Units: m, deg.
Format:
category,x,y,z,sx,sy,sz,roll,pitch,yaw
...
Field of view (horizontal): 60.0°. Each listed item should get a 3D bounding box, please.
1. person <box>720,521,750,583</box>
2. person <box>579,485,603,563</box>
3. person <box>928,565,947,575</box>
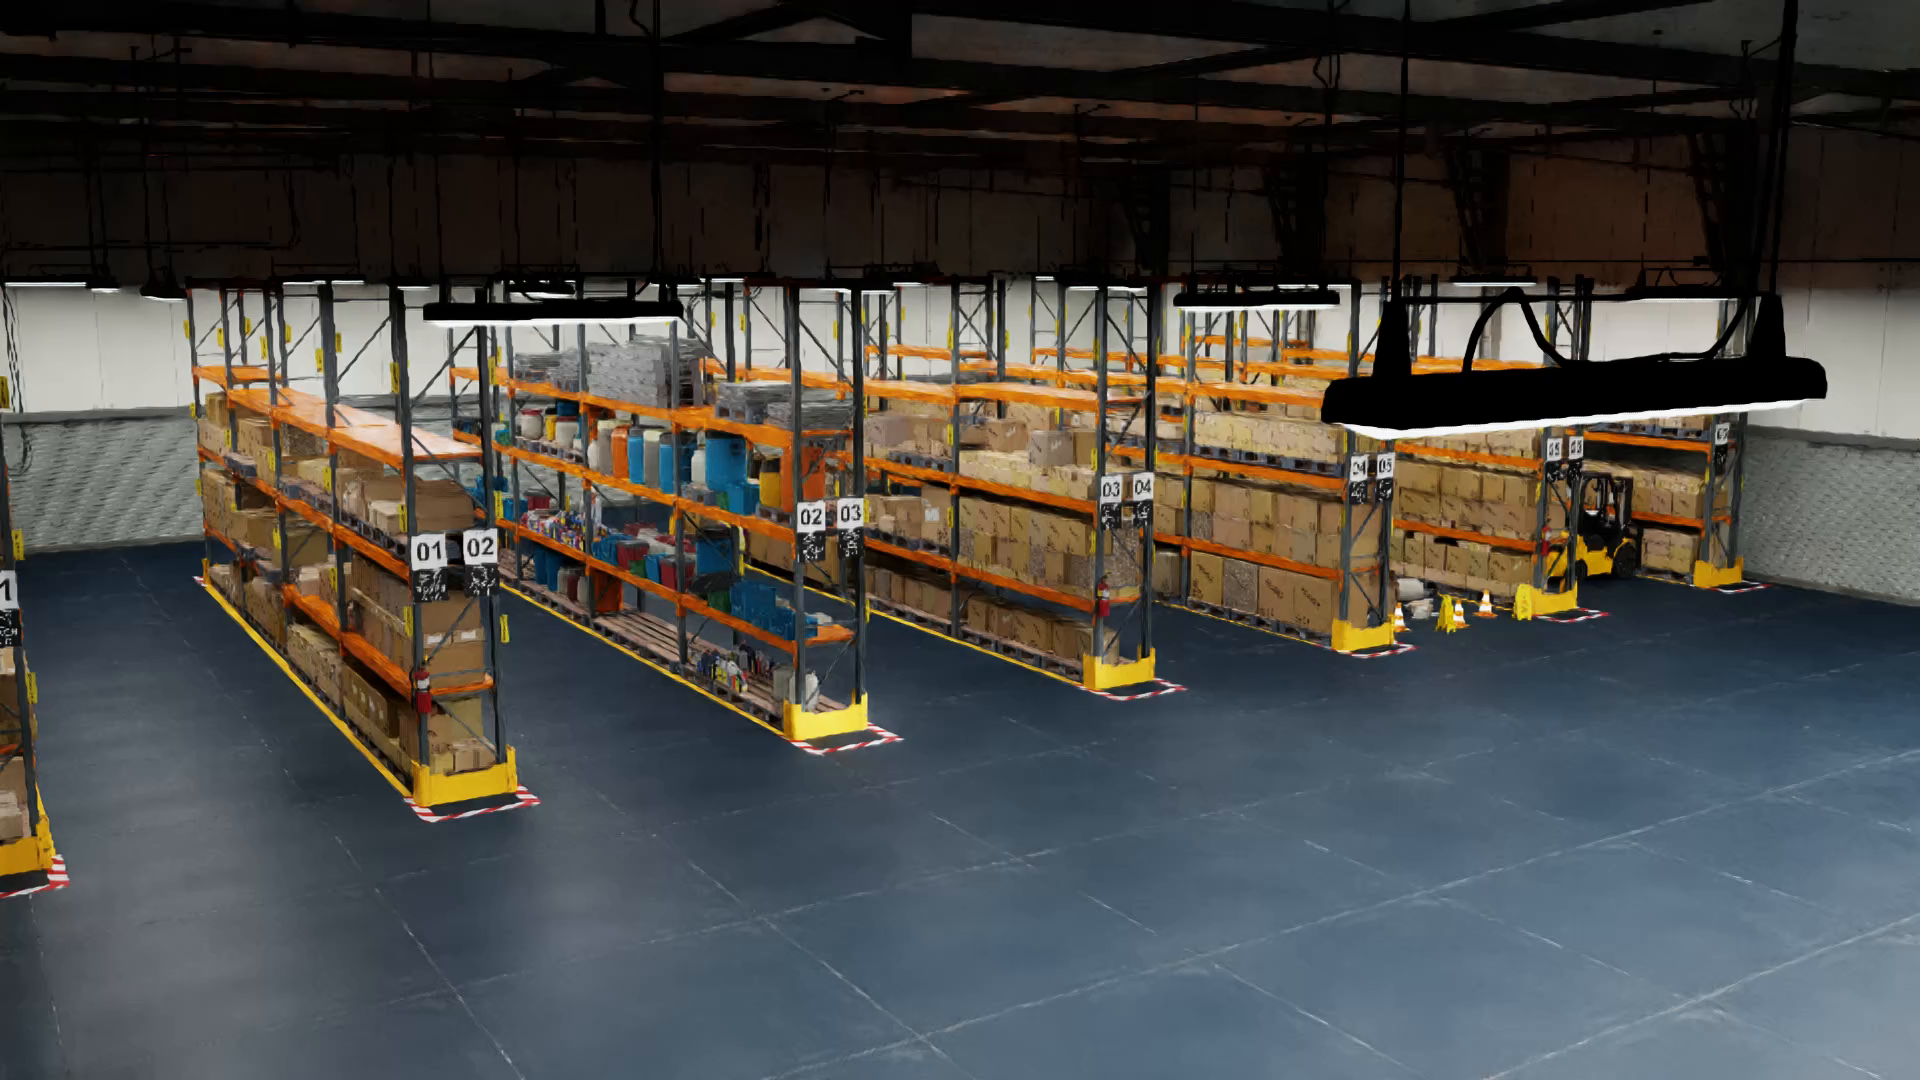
category,x,y,z,sx,sy,sz,roll,pitch,yaw
person,-4.352,0.150,32.020,0.614,1.713,0.971,-2,10,-12
person,-7.636,-0.312,34.560,0.553,1.683,1.123,-6,11,-30
person,-0.390,-0.017,32.932,0.729,1.734,0.546,-7,12,-34
